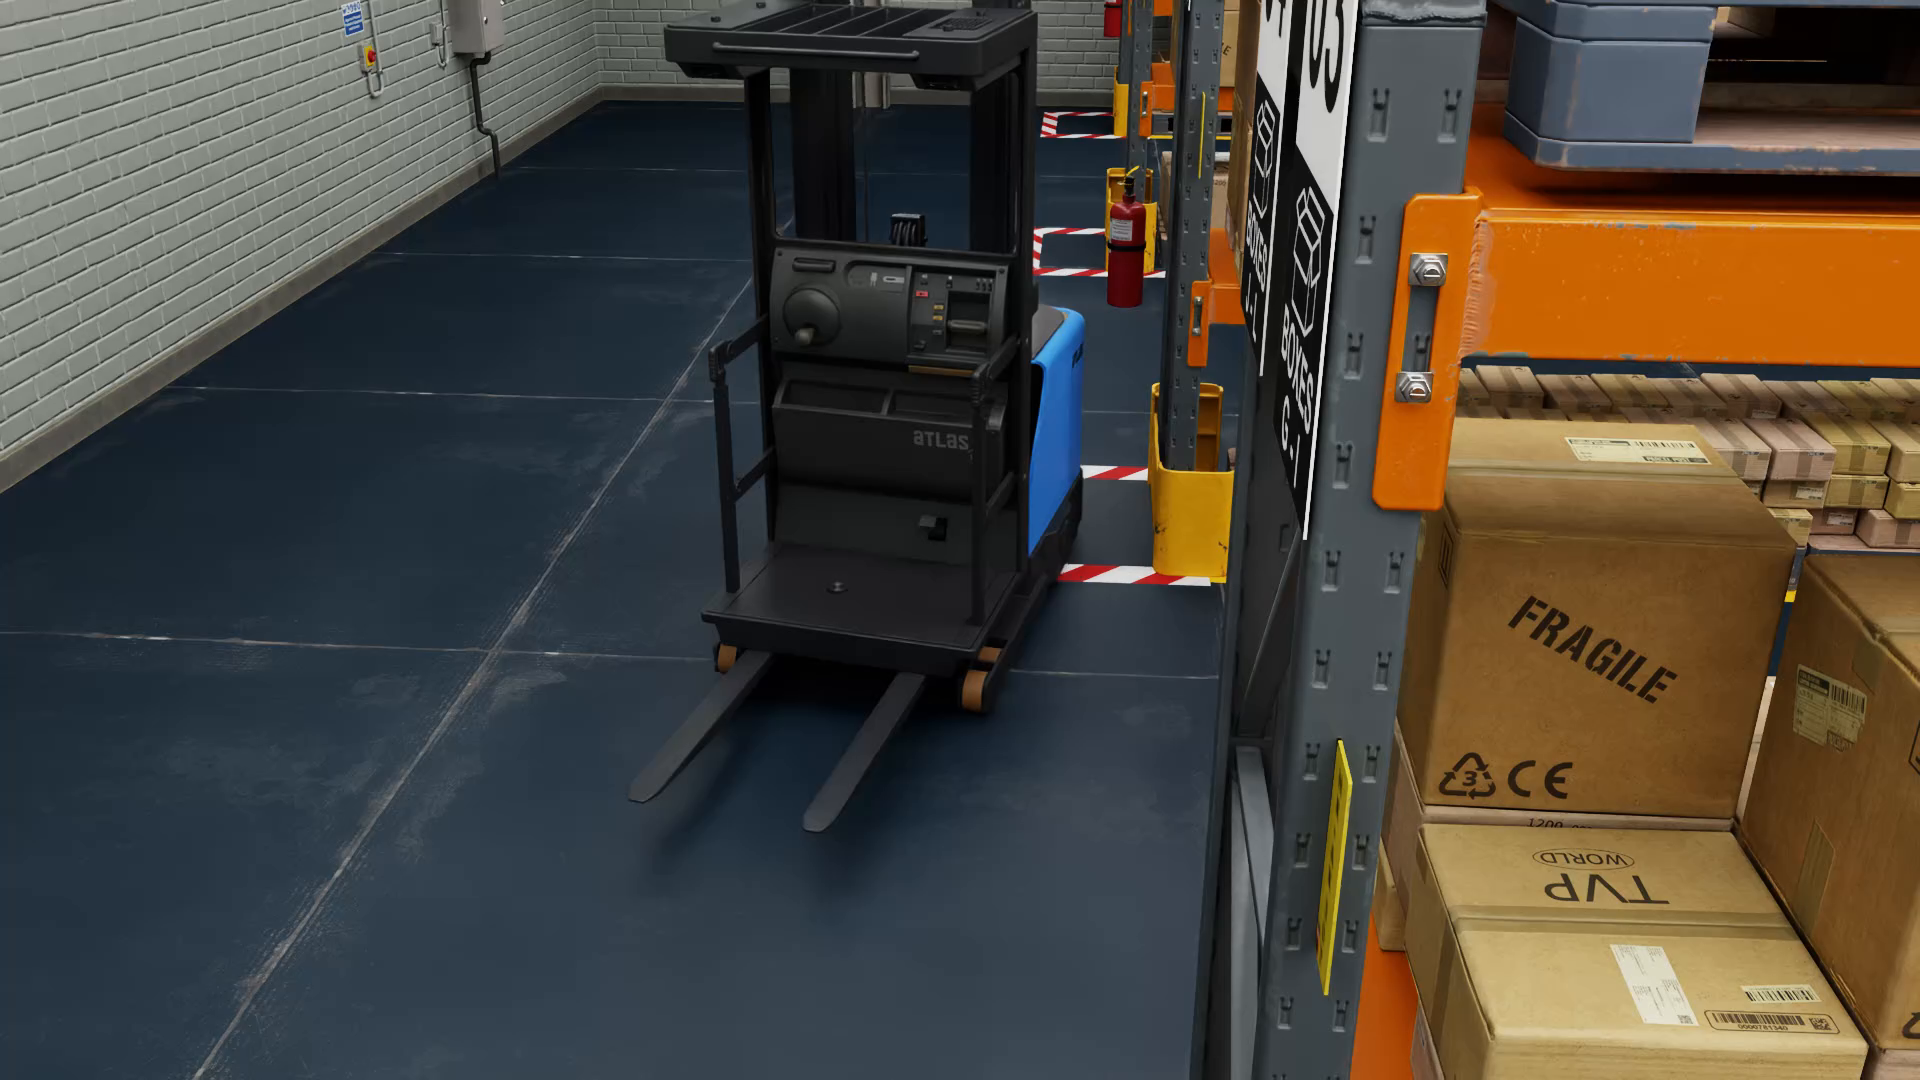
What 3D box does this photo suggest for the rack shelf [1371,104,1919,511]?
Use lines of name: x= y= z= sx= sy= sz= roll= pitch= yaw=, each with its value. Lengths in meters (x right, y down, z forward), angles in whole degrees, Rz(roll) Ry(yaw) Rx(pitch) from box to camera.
rack shelf: x=2.518 y=-0.354 z=2.203 sx=4.000 sy=0.370 sz=1.077 roll=2 pitch=25 yaw=4

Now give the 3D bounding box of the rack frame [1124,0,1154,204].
rack frame: x=1.282 y=-3.512 z=11.795 sx=0.127 sy=3.000 sz=1.000 roll=2 pitch=25 yaw=4

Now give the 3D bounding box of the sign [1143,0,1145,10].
sign: x=1.234 y=-3.710 z=11.095 sx=0.005 sy=0.325 sz=0.100 roll=2 pitch=25 yaw=4

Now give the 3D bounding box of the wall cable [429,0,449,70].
wall cable: x=-4.245 y=-4.736 z=13.239 sx=0.122 sy=1.984 sz=0.588 roll=2 pitch=25 yaw=4

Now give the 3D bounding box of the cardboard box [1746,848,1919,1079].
cardboard box: x=1.500 y=0.693 z=2.480 sx=0.500 sy=0.250 sz=0.500 roll=2 pitch=25 yaw=3

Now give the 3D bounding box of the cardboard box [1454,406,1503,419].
cardboard box: x=2.279 y=-0.460 z=7.358 sx=0.250 sy=0.149 sz=0.380 roll=1 pitch=25 yaw=1

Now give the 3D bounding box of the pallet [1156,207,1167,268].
pallet: x=2.085 y=-2.253 z=12.393 sx=1.213 sy=0.211 sz=1.003 roll=2 pitch=25 yaw=4

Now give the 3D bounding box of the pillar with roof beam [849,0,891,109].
pillar with roof beam: x=-1.291 y=-6.974 z=12.142 sx=0.400 sy=9.000 sz=9.100 roll=2 pitch=25 yaw=4

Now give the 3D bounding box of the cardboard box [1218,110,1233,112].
cardboard box: x=2.682 y=-4.388 z=16.606 sx=0.250 sy=0.149 sz=0.380 roll=1 pitch=25 yaw=2

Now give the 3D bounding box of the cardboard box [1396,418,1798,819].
cardboard box: x=1.029 y=0.116 z=2.835 sx=0.500 sy=0.500 sz=0.500 roll=2 pitch=25 yaw=5

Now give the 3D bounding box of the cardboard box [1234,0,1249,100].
cardboard box: x=1.479 y=-2.170 z=7.206 sx=0.500 sy=0.500 sz=0.500 roll=1 pitch=25 yaw=3

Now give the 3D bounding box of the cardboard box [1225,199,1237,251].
cardboard box: x=1.351 y=-1.439 z=7.590 sx=0.250 sy=0.149 sz=0.380 roll=2 pitch=25 yaw=4

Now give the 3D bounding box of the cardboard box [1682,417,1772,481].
cardboard box: x=3.311 y=-0.398 z=7.223 sx=0.250 sy=0.149 sz=0.380 roll=1 pitch=25 yaw=2

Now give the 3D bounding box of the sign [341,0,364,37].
sign: x=-4.407 y=-3.788 z=12.070 sx=0.001 sy=0.218 sz=0.327 roll=2 pitch=25 yaw=4

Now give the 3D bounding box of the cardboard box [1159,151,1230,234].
cardboard box: x=1.948 y=-2.560 z=12.287 sx=0.875 sy=0.438 sz=0.875 roll=1 pitch=25 yaw=2

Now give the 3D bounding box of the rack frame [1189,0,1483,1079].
rack frame: x=0.523 y=0.618 z=2.819 sx=0.127 sy=3.000 sz=1.000 roll=2 pitch=25 yaw=4

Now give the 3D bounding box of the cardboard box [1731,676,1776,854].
cardboard box: x=1.533 y=0.472 z=2.959 sx=0.500 sy=0.250 sz=0.500 roll=1 pitch=25 yaw=3

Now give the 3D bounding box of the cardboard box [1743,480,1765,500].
cardboard box: x=3.351 y=-0.297 z=7.359 sx=0.250 sy=0.149 sz=0.380 roll=1 pitch=25 yaw=1

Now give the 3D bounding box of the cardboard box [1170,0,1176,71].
cardboard box: x=1.783 y=-3.653 z=11.980 sx=0.500 sy=0.500 sz=0.500 roll=2 pitch=25 yaw=4

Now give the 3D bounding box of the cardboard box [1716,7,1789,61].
cardboard box: x=2.960 y=-1.902 z=6.622 sx=0.500 sy=0.500 sz=0.500 roll=1 pitch=25 yaw=2

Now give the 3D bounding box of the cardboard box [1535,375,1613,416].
cardboard box: x=2.845 y=-0.639 z=7.746 sx=0.250 sy=0.149 sz=0.380 roll=1 pitch=25 yaw=2

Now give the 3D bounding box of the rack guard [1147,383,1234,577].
rack guard: x=1.080 y=-0.308 z=7.821 sx=0.348 sy=0.500 sz=1.175 roll=2 pitch=25 yaw=4

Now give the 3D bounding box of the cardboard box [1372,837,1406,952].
cardboard box: x=0.904 y=0.606 z=3.145 sx=0.250 sy=0.149 sz=0.380 roll=2 pitch=25 yaw=5

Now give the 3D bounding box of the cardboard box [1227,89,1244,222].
cardboard box: x=1.472 y=-1.719 z=7.423 sx=0.500 sy=0.500 sz=0.500 roll=2 pitch=25 yaw=5

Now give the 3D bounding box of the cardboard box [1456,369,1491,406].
cardboard box: x=2.319 y=-0.679 z=7.833 sx=0.250 sy=0.149 sz=0.380 roll=1 pitch=25 yaw=2

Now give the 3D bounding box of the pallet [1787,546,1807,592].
pallet: x=3.100 y=-0.096 z=7.706 sx=1.213 sy=0.211 sz=1.003 roll=2 pitch=25 yaw=4

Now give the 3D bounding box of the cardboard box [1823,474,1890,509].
cardboard box: x=3.872 y=-0.280 z=7.322 sx=0.250 sy=0.149 sz=0.380 roll=2 pitch=25 yaw=4

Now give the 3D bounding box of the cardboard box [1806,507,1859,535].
cardboard box: x=3.801 y=-0.168 z=7.435 sx=0.250 sy=0.149 sz=0.380 roll=1 pitch=25 yaw=3

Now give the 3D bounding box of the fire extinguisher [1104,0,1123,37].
fire extinguisher: x=1.476 y=-5.189 z=15.977 sx=0.183 sy=0.674 sz=0.296 roll=2 pitch=25 yaw=4

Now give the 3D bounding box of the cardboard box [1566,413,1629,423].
cardboard box: x=2.814 y=-0.420 z=7.270 sx=0.250 sy=0.149 sz=0.380 roll=2 pitch=25 yaw=5

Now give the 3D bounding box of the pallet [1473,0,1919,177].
pallet: x=1.264 y=-0.685 z=2.168 sx=1.213 sy=0.211 sz=1.003 roll=2 pitch=25 yaw=4

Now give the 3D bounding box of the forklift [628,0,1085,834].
forklift: x=-0.333 y=-0.857 z=6.106 sx=1.130 sy=2.935 sz=3.031 roll=7 pitch=26 yaw=15

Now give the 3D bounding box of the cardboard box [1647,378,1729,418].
cardboard box: x=3.351 y=-0.618 z=7.701 sx=0.250 sy=0.149 sz=0.380 roll=1 pitch=25 yaw=2

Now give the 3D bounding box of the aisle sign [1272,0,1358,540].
aisle sign: x=0.429 y=-0.440 z=2.008 sx=0.004 sy=0.787 sz=0.394 roll=2 pitch=25 yaw=4

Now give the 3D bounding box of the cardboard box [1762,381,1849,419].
cardboard box: x=3.877 y=-0.601 z=7.665 sx=0.250 sy=0.149 sz=0.380 roll=1 pitch=25 yaw=3

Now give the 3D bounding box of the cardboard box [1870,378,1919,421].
cardboard box: x=4.394 y=-0.615 z=7.694 sx=0.250 sy=0.149 sz=0.380 roll=3 pitch=25 yaw=7

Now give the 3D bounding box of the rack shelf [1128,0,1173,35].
rack shelf: x=3.652 y=-5.190 z=16.302 sx=4.000 sy=0.370 sz=1.077 roll=2 pitch=25 yaw=4

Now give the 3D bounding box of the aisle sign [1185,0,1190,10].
aisle sign: x=0.908 y=-2.504 z=6.494 sx=0.004 sy=0.787 sz=0.394 roll=2 pitch=25 yaw=4

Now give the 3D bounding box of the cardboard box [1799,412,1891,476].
cardboard box: x=3.858 y=-0.424 z=7.280 sx=0.250 sy=0.149 sz=0.380 roll=3 pitch=25 yaw=6

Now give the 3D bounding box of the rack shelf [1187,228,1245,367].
rack shelf: x=2.998 y=-1.055 z=7.315 sx=4.000 sy=0.370 sz=1.077 roll=2 pitch=25 yaw=4
